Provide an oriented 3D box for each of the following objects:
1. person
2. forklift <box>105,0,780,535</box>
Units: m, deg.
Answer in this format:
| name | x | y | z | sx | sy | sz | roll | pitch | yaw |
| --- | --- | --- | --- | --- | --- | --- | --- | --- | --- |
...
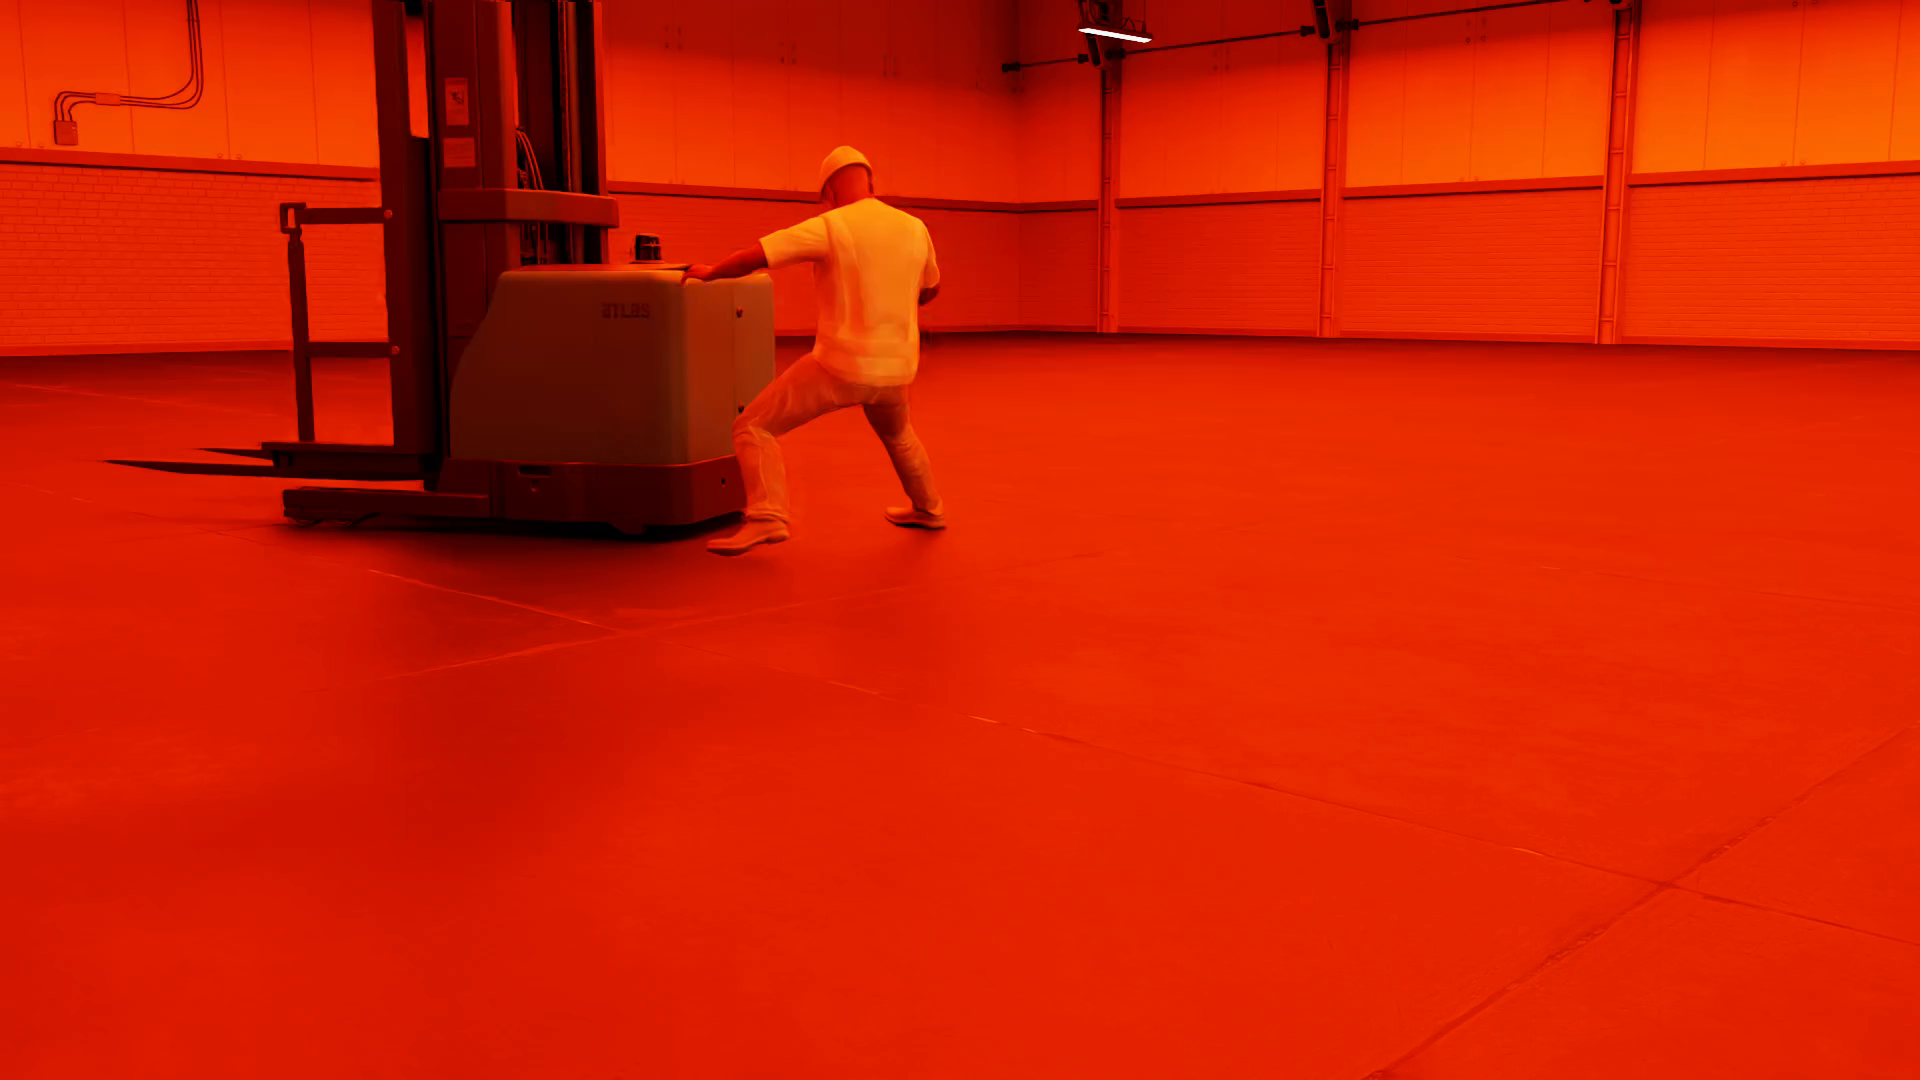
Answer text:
| name | x | y | z | sx | sy | sz | roll | pitch | yaw |
| --- | --- | --- | --- | --- | --- | --- | --- | --- | --- |
| person | -0.520 | -0.750 | 6.511 | 1.293 | 1.543 | 0.722 | -6 | 11 | -36 |
| forklift | -2.386 | -1.573 | 7.320 | 3.031 | 2.935 | 1.130 | 3 | 9 | 17 |
